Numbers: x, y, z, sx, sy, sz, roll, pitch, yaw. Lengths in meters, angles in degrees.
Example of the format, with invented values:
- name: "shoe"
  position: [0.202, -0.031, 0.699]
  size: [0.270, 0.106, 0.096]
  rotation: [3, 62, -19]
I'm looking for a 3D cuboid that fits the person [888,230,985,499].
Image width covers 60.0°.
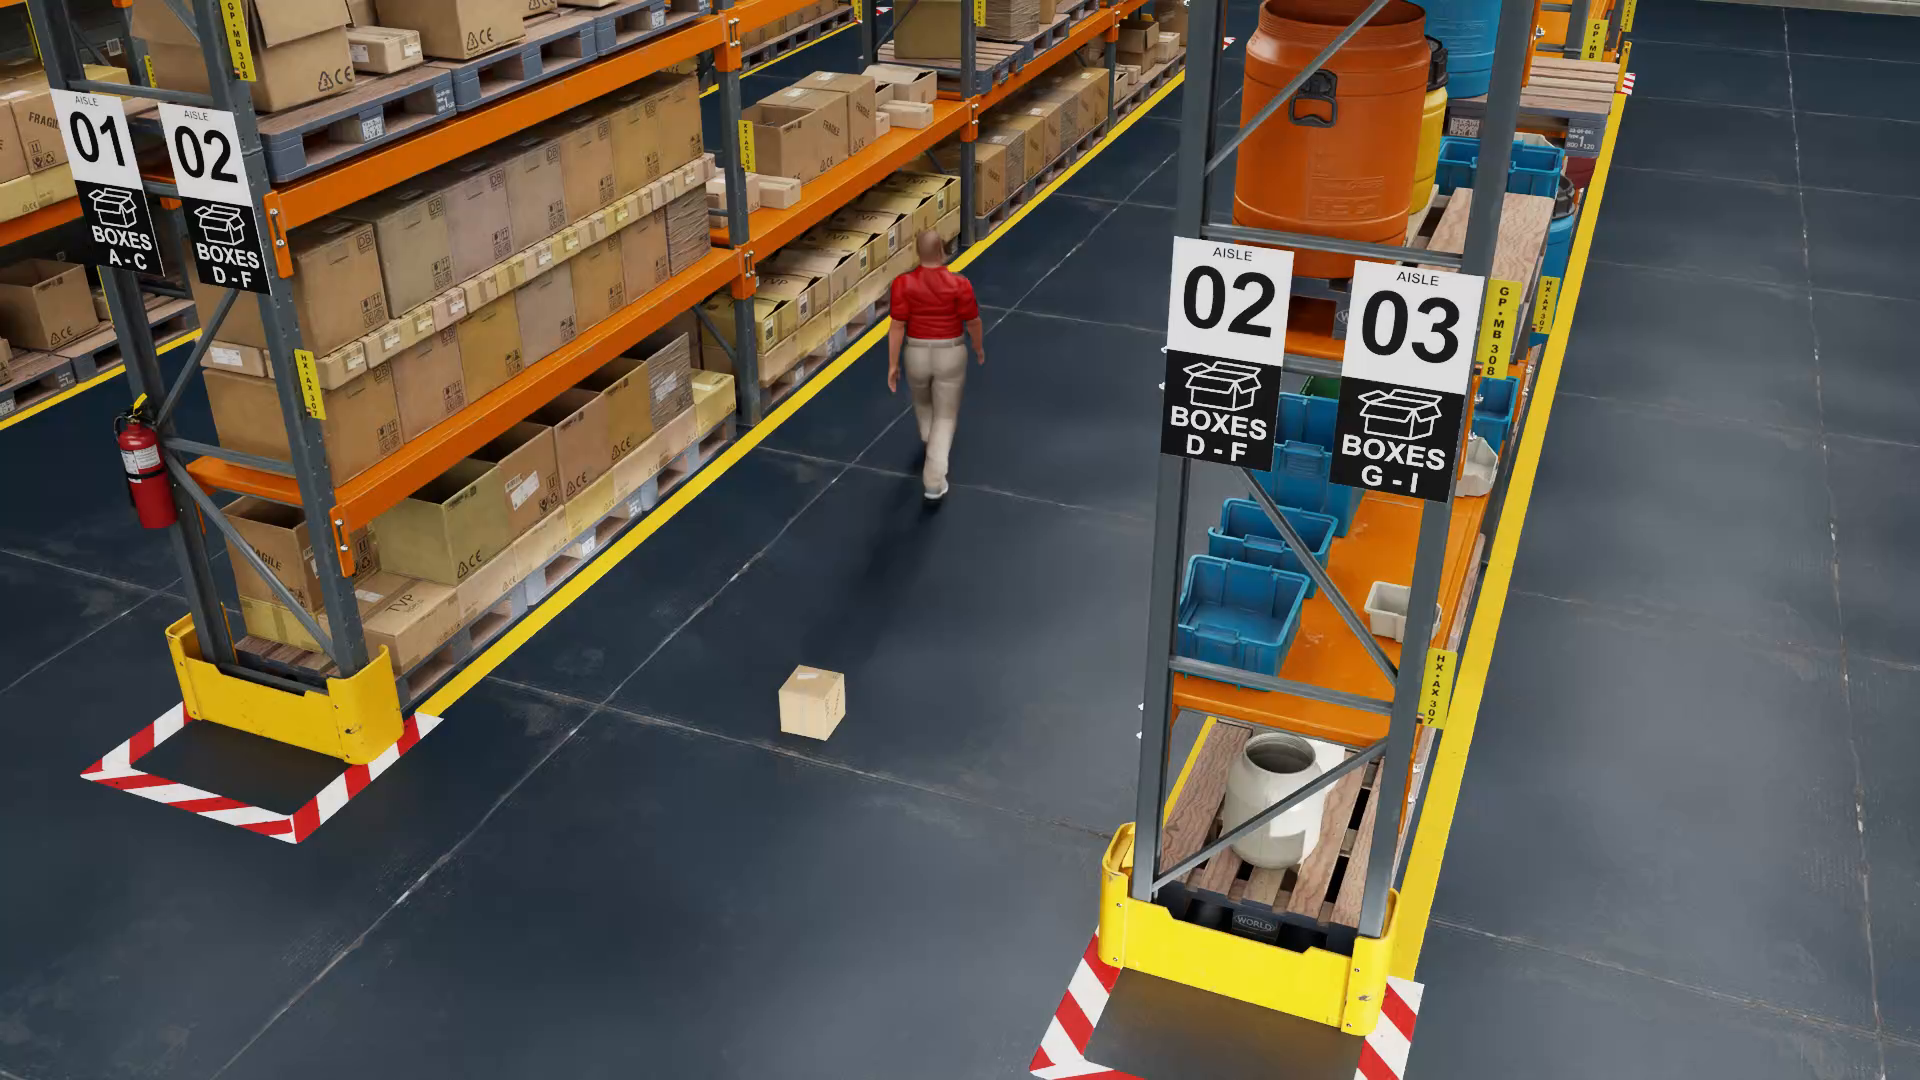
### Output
- name: "person"
  position: [-0.137, -1.175, 10.495]
  size: [0.566, 1.669, 1.039]
  rotation: [6, 30, 10]
